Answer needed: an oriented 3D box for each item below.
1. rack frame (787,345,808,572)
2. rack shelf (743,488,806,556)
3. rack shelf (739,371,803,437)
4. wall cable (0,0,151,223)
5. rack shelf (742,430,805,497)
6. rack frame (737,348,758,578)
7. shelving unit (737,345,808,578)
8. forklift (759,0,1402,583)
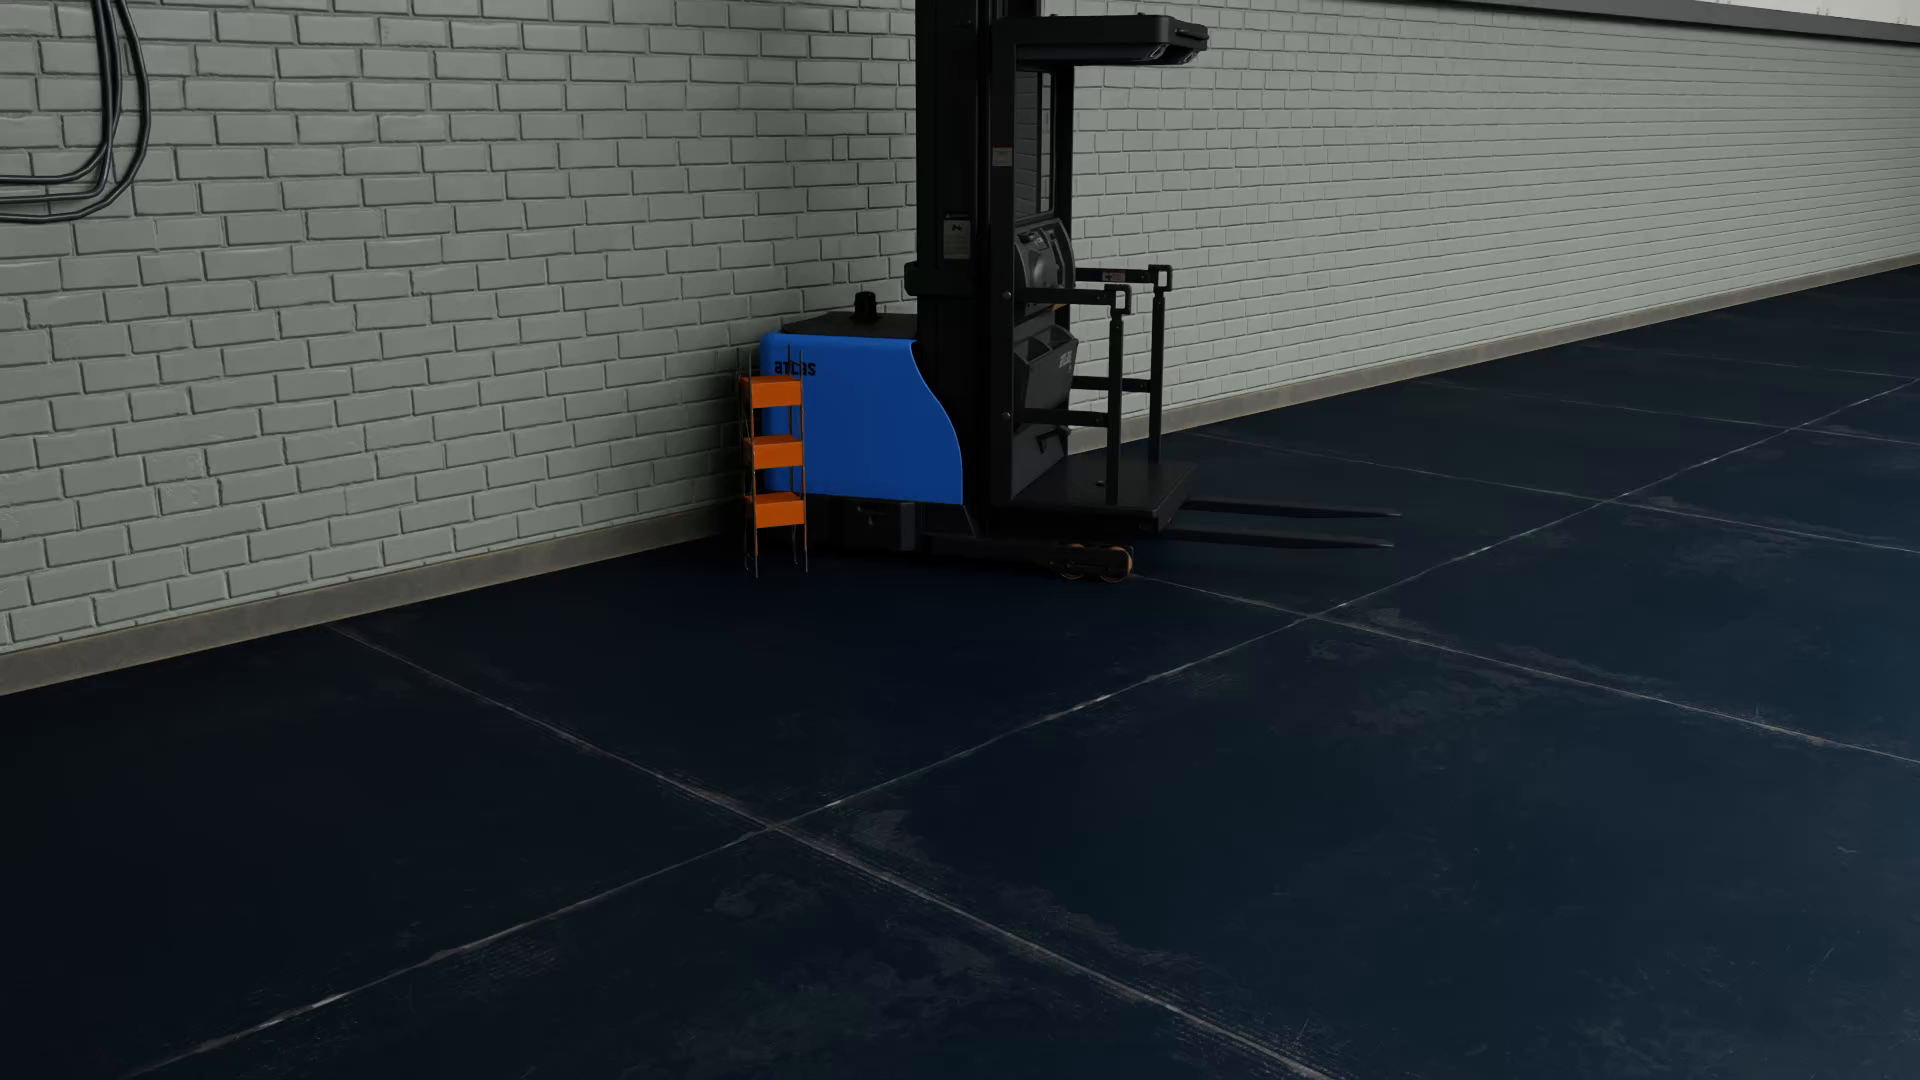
[{"bbox_3d":[-0.762,-0.379,7.796,0.008,1.050,0.200,-6,16,-22],"label":"rack frame"},{"bbox_3d":[-0.874,-0.088,7.822,0.240,0.259,0.215,-6,16,-22],"label":"rack shelf"},{"bbox_3d":[-0.874,-0.632,7.681,0.240,0.259,0.215,-6,16,-22],"label":"rack shelf"},{"bbox_3d":[-4.073,-2.130,4.910,0.112,2.526,3.097,14,20,42],"label":"wall cable"},{"bbox_3d":[-0.874,-0.357,7.752,0.240,0.259,0.215,-6,16,-22],"label":"rack shelf"},{"bbox_3d":[-0.986,-0.355,7.703,0.008,1.050,0.200,-6,16,-22],"label":"rack frame"},{"bbox_3d":[-0.874,-0.367,7.750,0.252,1.050,0.215,-6,16,-22],"label":"shelving unit"},{"bbox_3d":[0.594,-1.371,7.871,3.031,2.935,1.130,5,15,17],"label":"forklift"}]
